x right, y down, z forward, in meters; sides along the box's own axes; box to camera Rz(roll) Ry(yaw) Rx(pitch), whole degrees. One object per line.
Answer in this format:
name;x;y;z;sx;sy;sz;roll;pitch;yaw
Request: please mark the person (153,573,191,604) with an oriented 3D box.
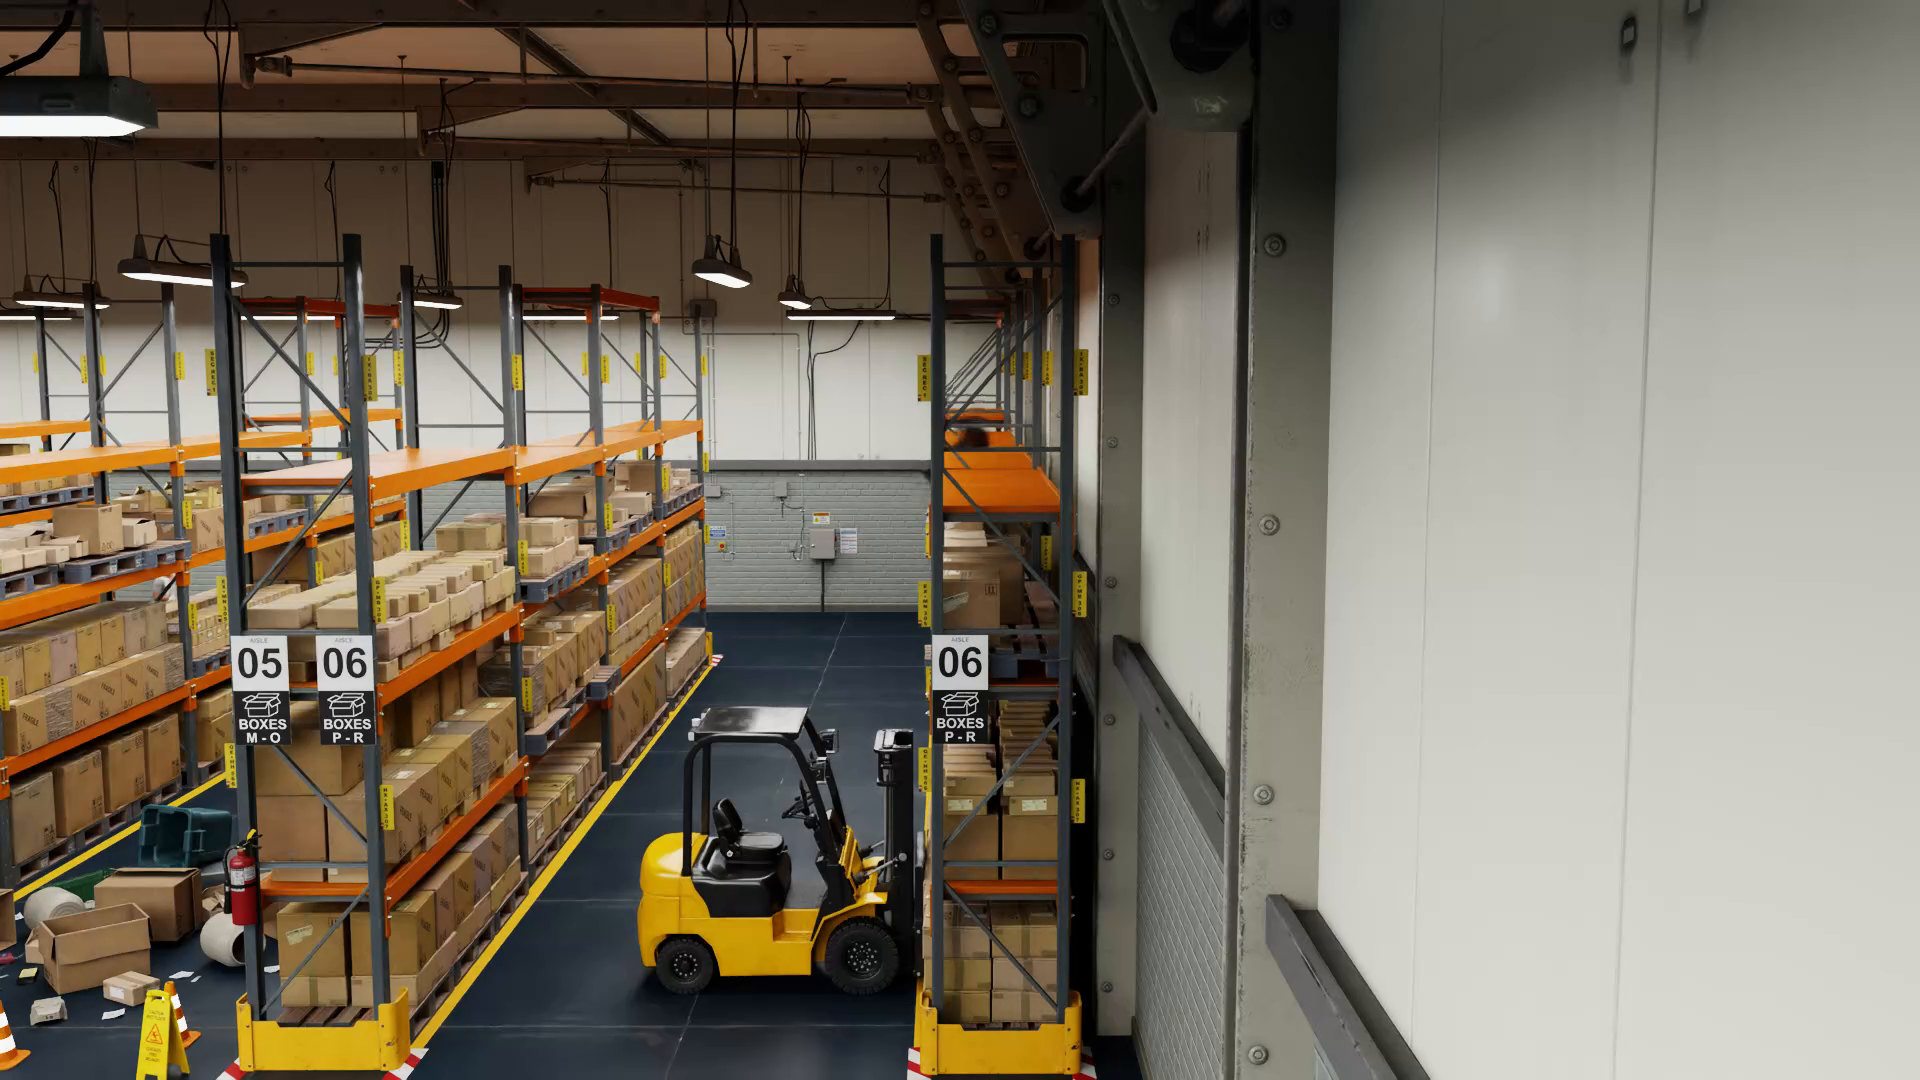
person;-13.435;1.184;28.473;0.624;1.813;0.743;6;9;42
